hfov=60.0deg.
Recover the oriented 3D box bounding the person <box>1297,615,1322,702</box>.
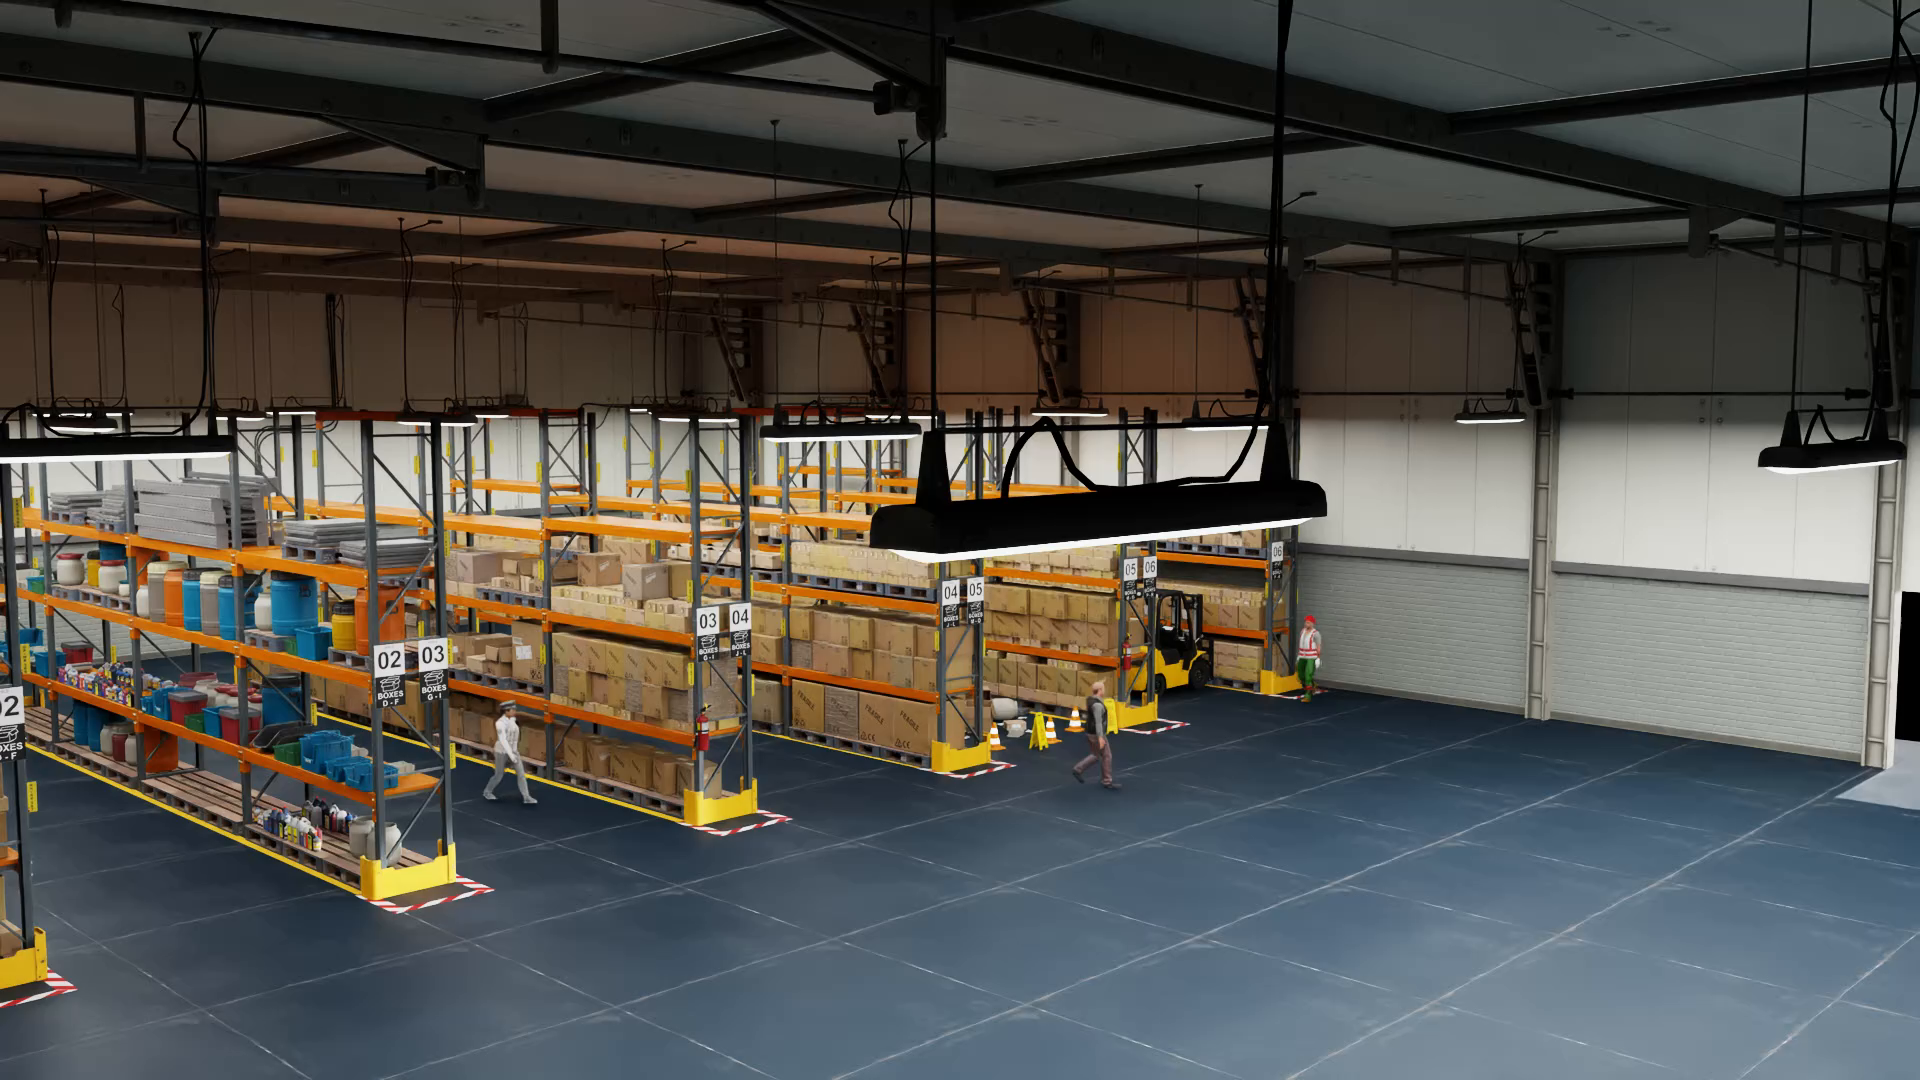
[{"bbox_3d":[7.187,2.419,34.113,0.553,1.769,0.822,5,7,43],"label":"person"}]

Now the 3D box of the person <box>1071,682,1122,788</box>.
[{"bbox_3d":[2.176,3.115,26.625,0.800,1.699,0.585,-1,5,-10],"label":"person"}]

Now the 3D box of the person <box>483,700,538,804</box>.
[{"bbox_3d":[-6.922,3.257,25.616,1.067,1.578,0.466,3,6,30],"label":"person"}]

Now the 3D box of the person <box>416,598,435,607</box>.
[{"bbox_3d":[-12.864,1.940,40.088,0.441,1.653,0.681,0,5,4],"label":"person"}]
